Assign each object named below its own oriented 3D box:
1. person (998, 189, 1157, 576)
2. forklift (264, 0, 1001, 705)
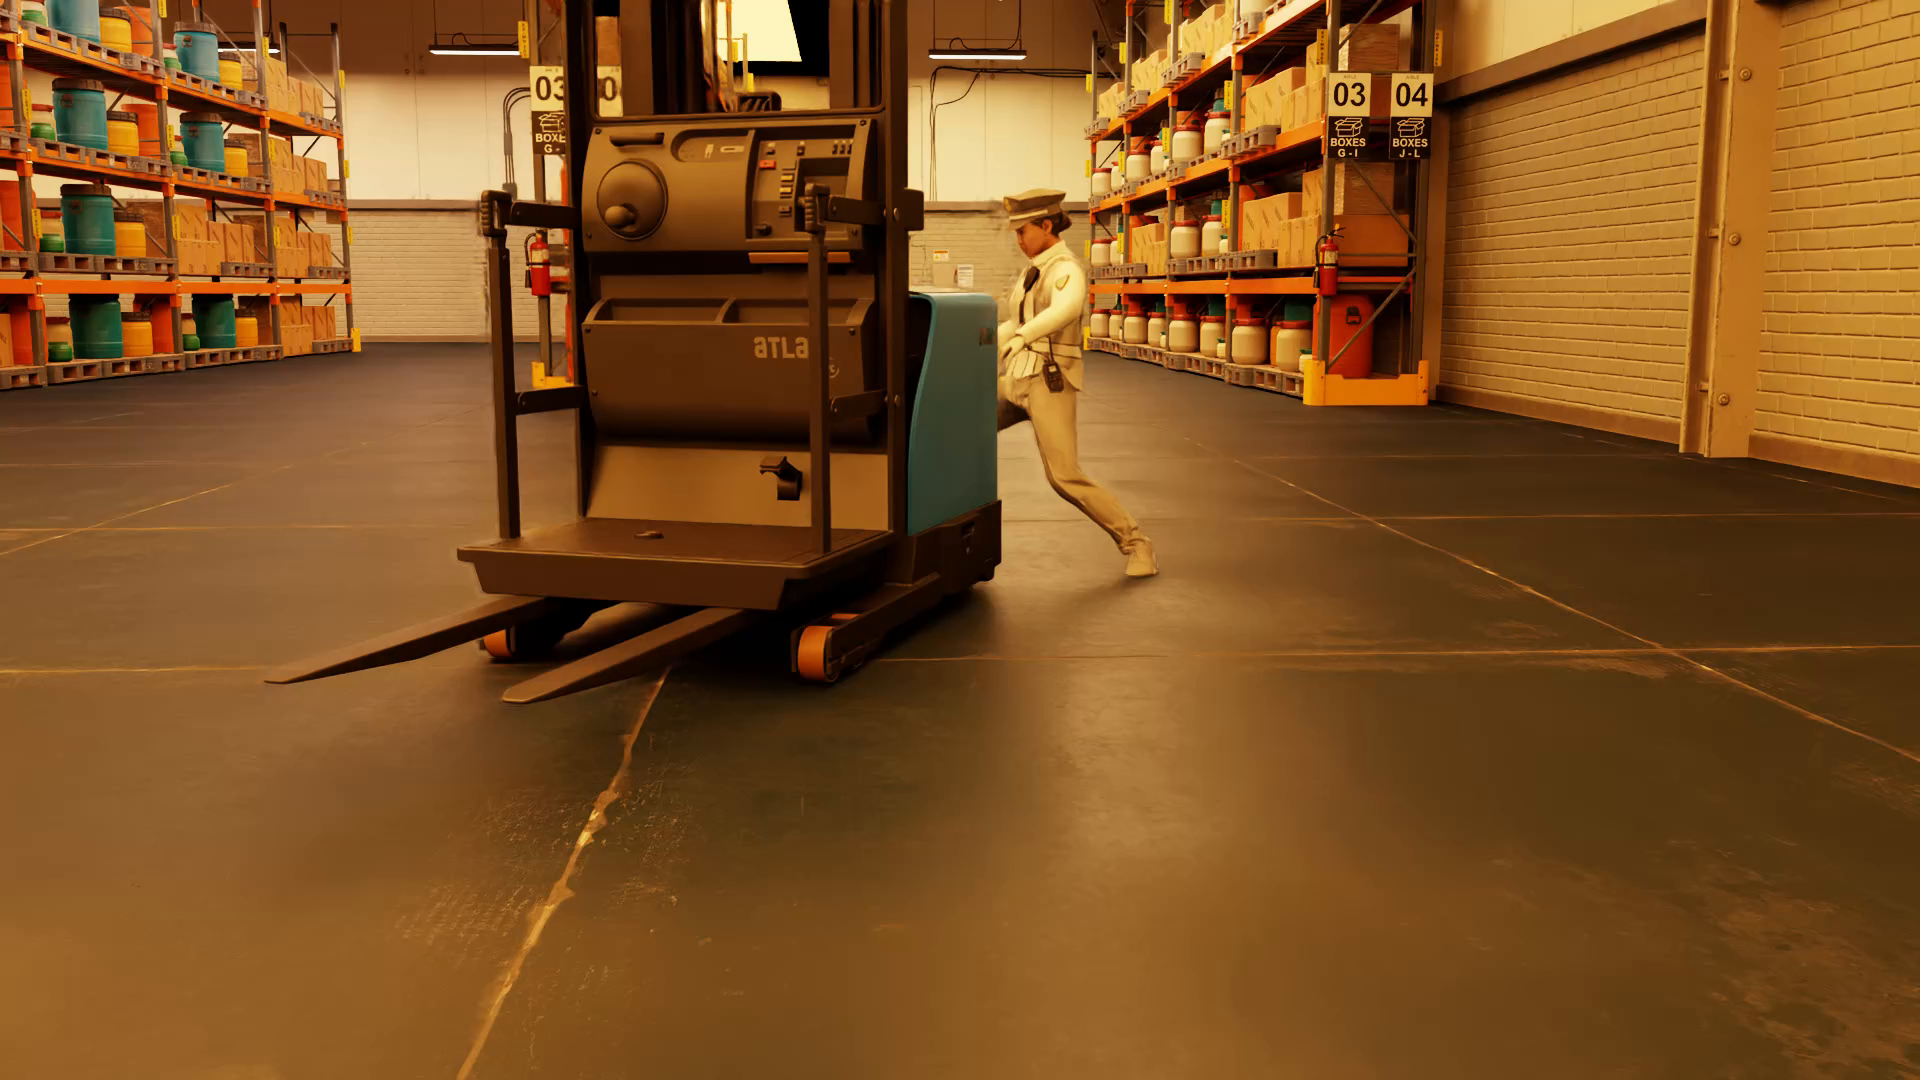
[{"bbox_3d":[0.250,-0.634,6.655,0.928,1.518,1.001,-2,9,-15],"label":"person"},{"bbox_3d":[-0.776,-1.115,4.843,1.130,2.935,3.031,3,9,17],"label":"forklift"}]
